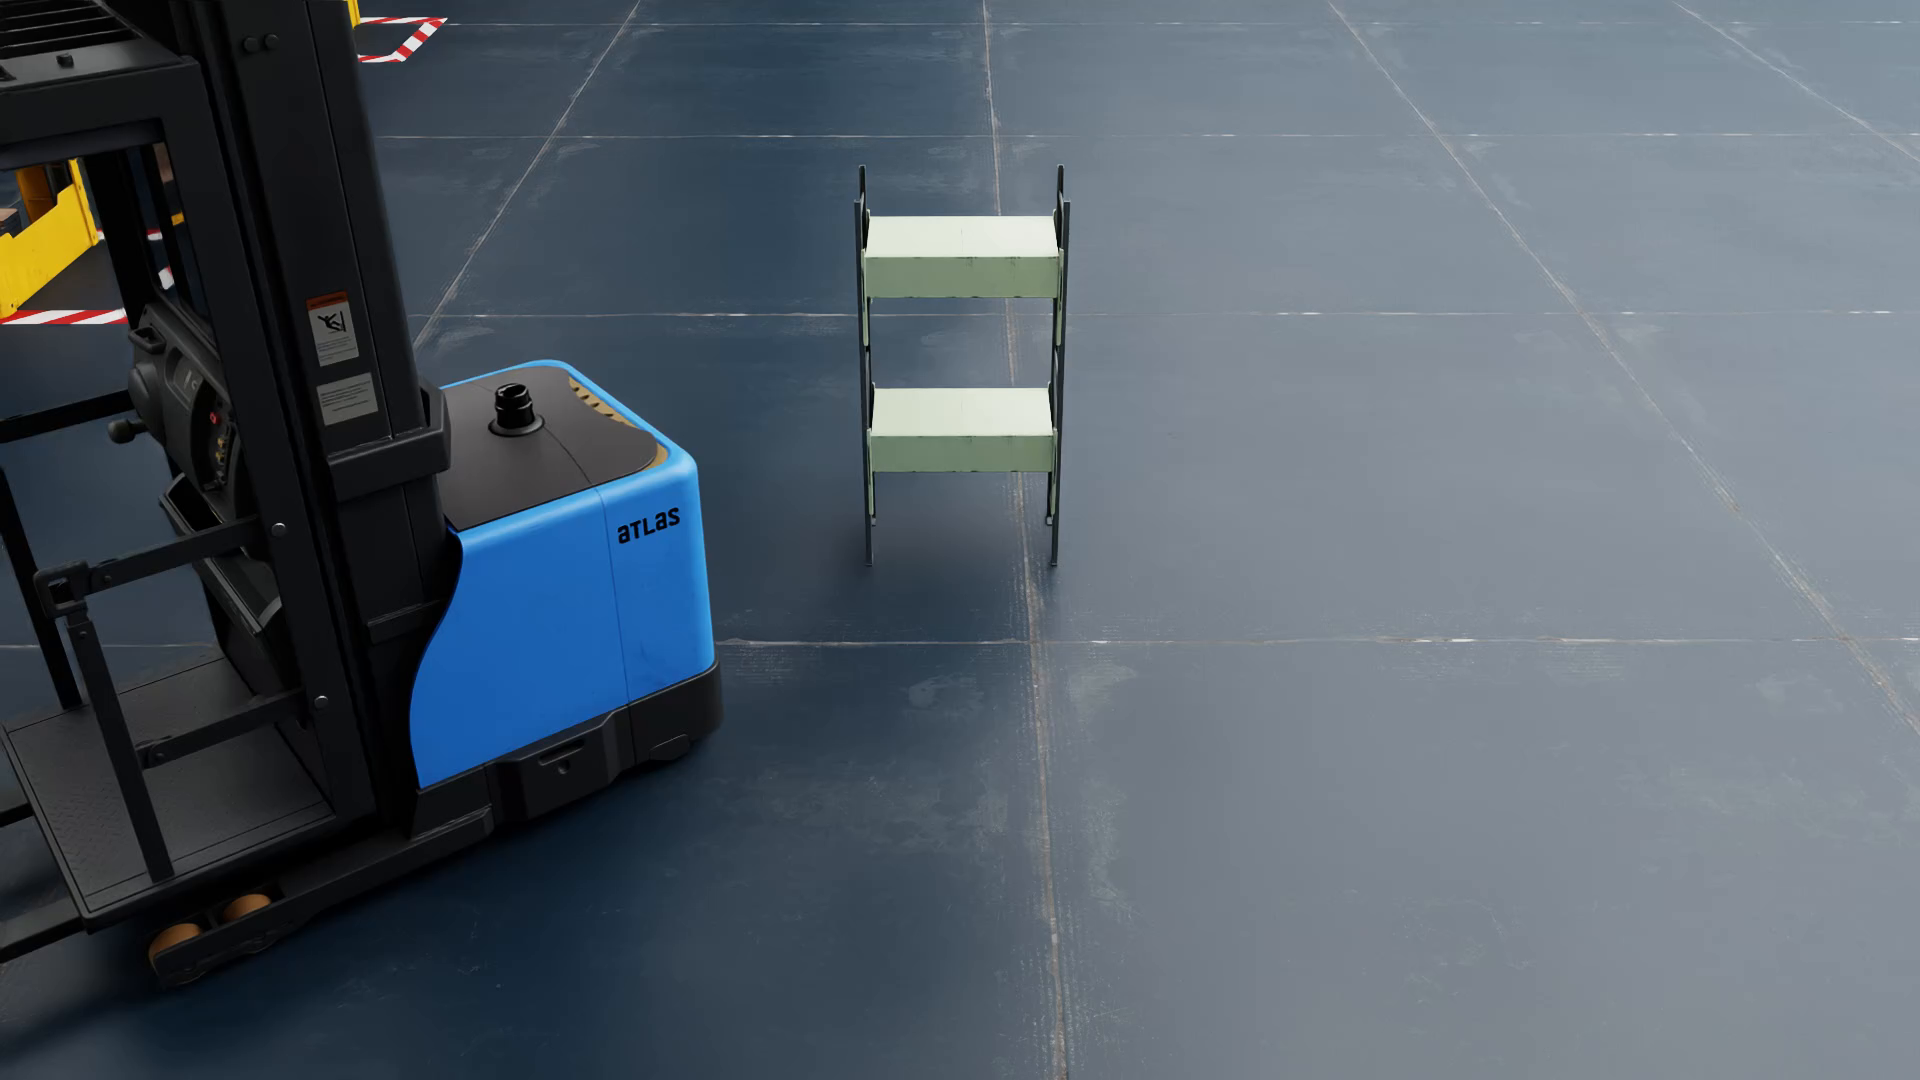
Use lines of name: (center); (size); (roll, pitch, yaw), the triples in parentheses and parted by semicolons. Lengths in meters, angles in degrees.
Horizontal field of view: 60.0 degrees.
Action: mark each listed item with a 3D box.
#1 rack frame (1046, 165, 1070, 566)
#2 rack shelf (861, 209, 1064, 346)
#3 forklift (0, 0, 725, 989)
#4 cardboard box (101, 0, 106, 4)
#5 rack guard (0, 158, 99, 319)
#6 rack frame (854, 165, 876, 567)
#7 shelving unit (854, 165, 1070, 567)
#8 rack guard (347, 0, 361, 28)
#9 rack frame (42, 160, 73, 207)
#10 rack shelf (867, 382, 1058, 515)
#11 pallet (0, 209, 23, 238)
rack frame: (0.373, -0.642, 6.363); (0.023, 1.500, 0.400); (0, 31, 0)
rack shelf: (0.007, -0.975, 6.159); (0.720, 0.370, 0.431); (0, 31, 0)
forklift: (-2.272, -0.313, 4.441); (3.031, 2.935, 1.130); (-22, 38, -32)
cardboard box: (-6.933, -4.425, 13.156); (0.500, 0.500, 0.500); (3, 31, 4)
rack guard: (-5.131, -1.657, 8.999); (0.348, 0.500, 1.175); (0, 31, 0)
rack frame: (-0.359, -0.640, 6.359); (0.023, 1.500, 0.400); (0, 31, 0)
shelving unit: (0.007, -0.641, 6.361); (0.755, 1.500, 0.431); (0, 31, 0)
rack guard: (-5.161, -4.250, 13.273); (0.348, 0.500, 1.175); (0, 31, 0)
rack frame: (-5.055, -2.750, 8.391); (0.127, 3.000, 1.000); (0, 31, 0)
rack shelf: (0.007, -0.363, 6.530); (0.720, 0.370, 0.431); (0, 31, 0)
pallet: (-5.943, -1.533, 9.074); (1.213, 0.211, 1.003); (0, 31, 0)
